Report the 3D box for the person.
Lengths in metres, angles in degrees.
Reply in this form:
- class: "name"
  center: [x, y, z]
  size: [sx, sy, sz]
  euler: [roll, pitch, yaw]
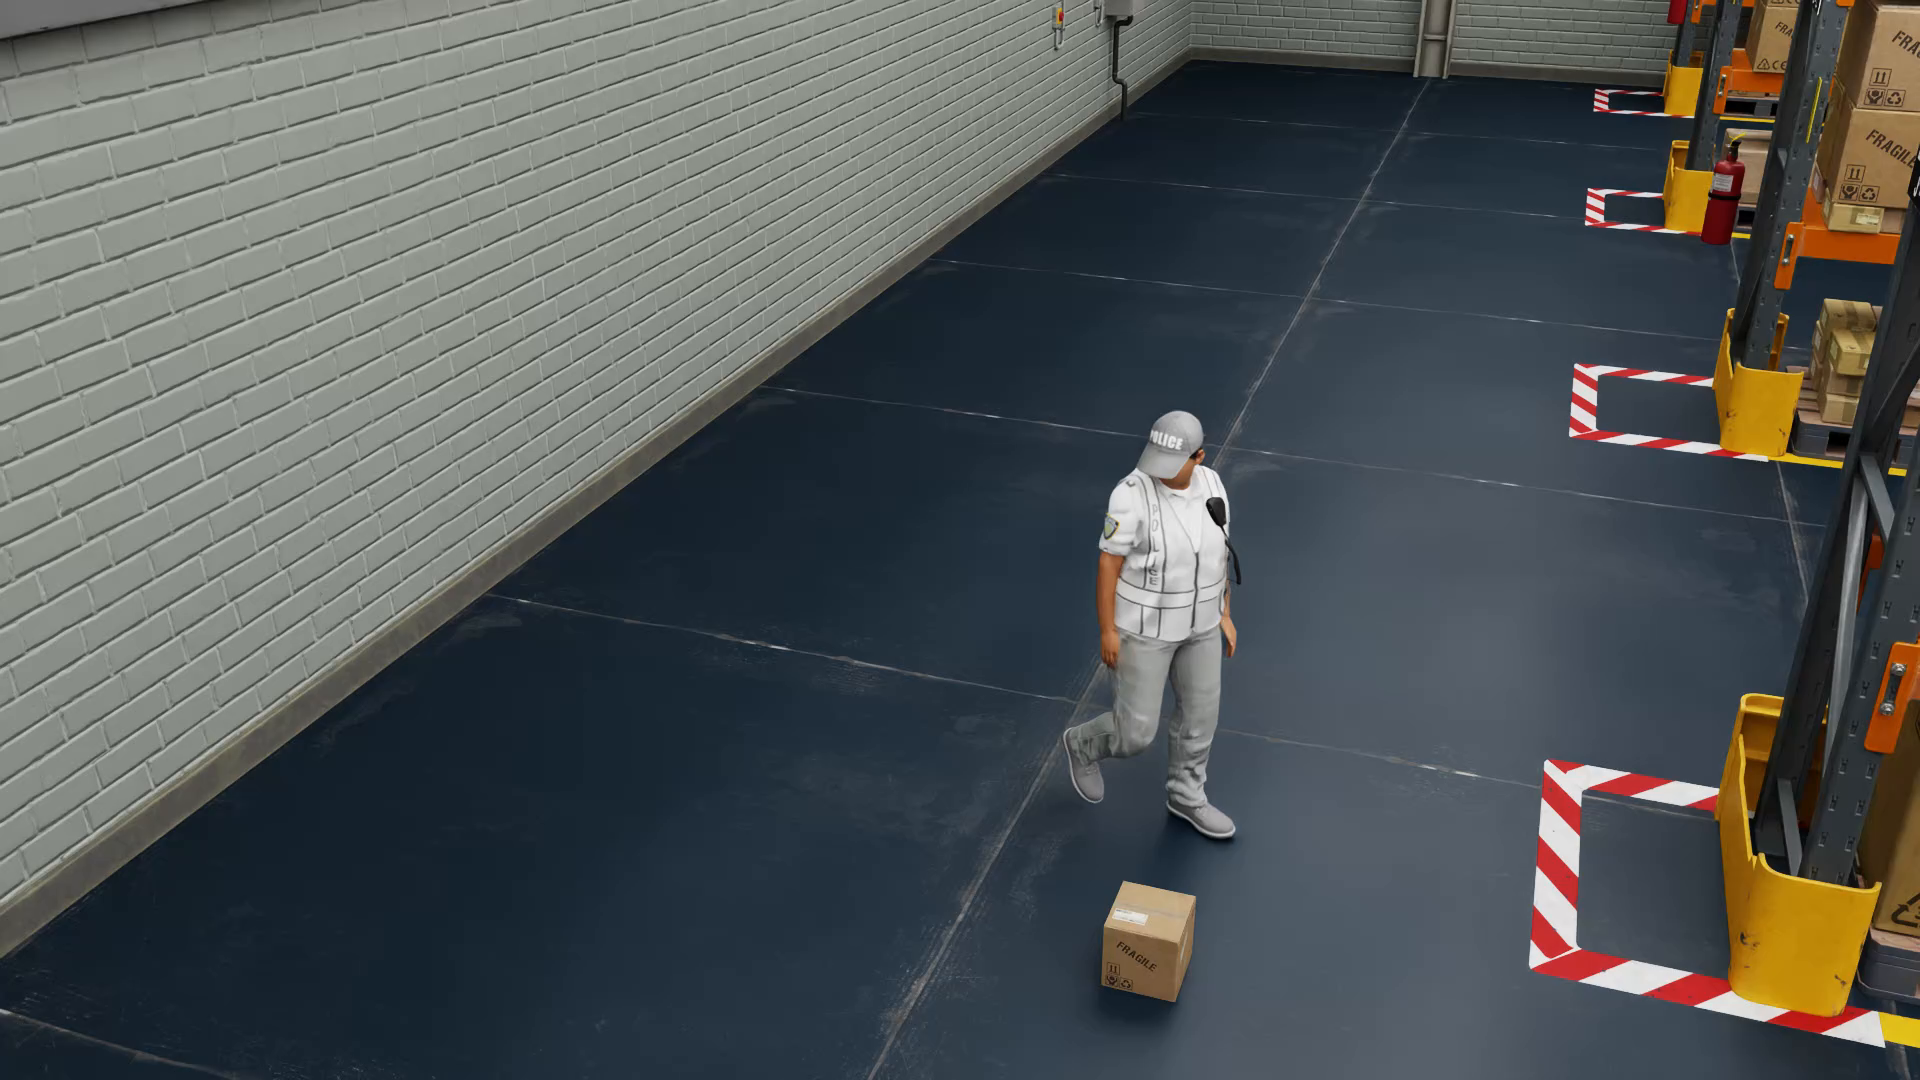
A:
- class: "person"
  center: [0.721, 0.294, 5.981]
  size: [0.519, 1.656, 0.590]
  euler: [-14, 29, -27]
